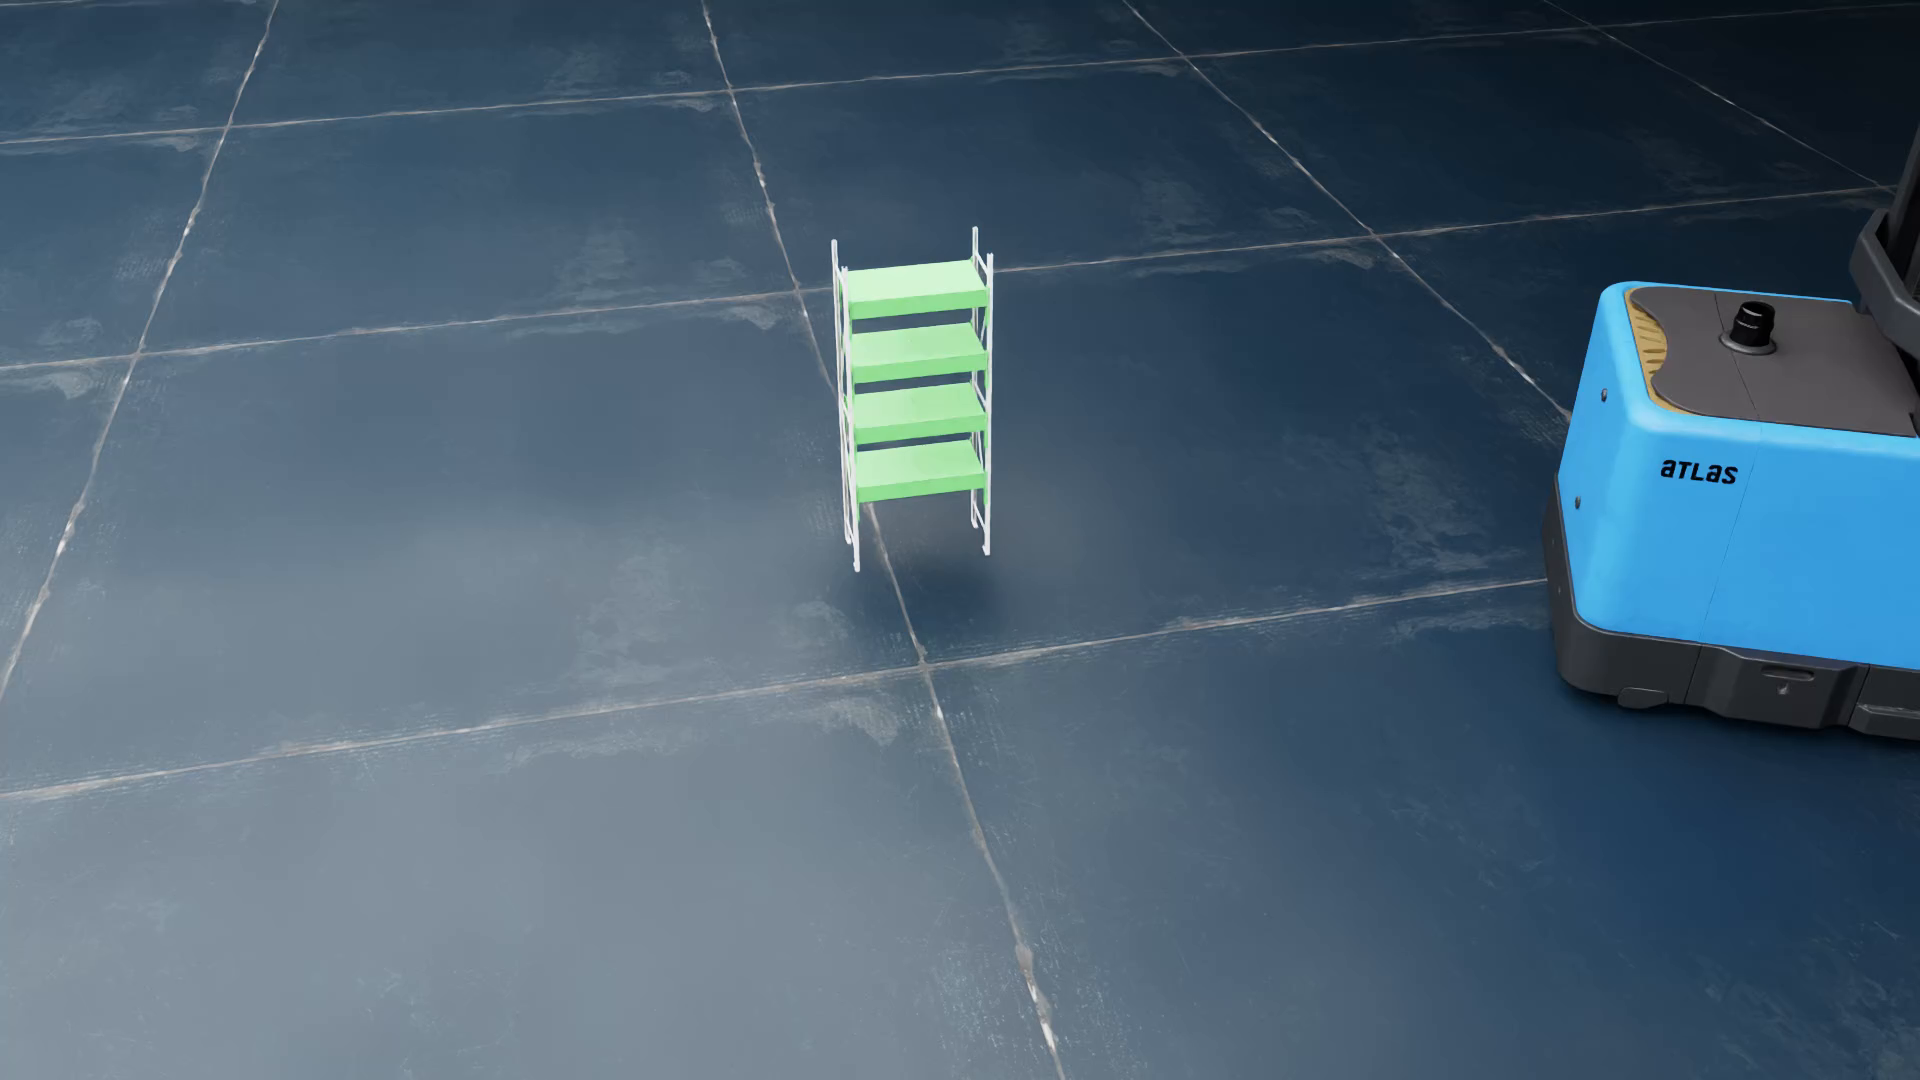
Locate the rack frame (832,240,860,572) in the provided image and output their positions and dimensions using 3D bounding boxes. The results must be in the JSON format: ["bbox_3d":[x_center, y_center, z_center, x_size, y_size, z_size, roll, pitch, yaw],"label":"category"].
[{"bbox_3d":[-0.399,-0.448,5.841,0.015,1.200,0.240,-7,35,-11],"label":"rack frame"}]

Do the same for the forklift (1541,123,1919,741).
[{"bbox_3d":[3.543,-0.776,4.777,3.031,2.935,1.130,7,35,10],"label":"forklift"}]

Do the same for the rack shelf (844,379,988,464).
[{"bbox_3d":[-0.161,-0.425,5.921,0.480,0.148,0.258,-7,35,-11],"label":"rack shelf"}]

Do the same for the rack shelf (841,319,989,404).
[{"bbox_3d":[-0.161,-0.624,5.787,0.480,0.148,0.258,-7,35,-11],"label":"rack shelf"}]

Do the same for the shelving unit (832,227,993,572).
[{"bbox_3d":[-0.161,-0.478,5.885,0.503,1.200,0.258,-7,35,-11],"label":"shelving unit"}]

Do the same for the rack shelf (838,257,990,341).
[{"bbox_3d":[-0.161,-0.823,5.653,0.480,0.148,0.258,-7,35,-11],"label":"rack shelf"}]

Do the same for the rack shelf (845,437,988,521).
[{"bbox_3d":[-0.161,-0.226,6.055,0.480,0.148,0.258,-7,35,-11],"label":"rack shelf"}]

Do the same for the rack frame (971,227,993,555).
[{"bbox_3d":[0.077,-0.508,5.930,0.015,1.200,0.240,-7,35,-11],"label":"rack frame"}]
